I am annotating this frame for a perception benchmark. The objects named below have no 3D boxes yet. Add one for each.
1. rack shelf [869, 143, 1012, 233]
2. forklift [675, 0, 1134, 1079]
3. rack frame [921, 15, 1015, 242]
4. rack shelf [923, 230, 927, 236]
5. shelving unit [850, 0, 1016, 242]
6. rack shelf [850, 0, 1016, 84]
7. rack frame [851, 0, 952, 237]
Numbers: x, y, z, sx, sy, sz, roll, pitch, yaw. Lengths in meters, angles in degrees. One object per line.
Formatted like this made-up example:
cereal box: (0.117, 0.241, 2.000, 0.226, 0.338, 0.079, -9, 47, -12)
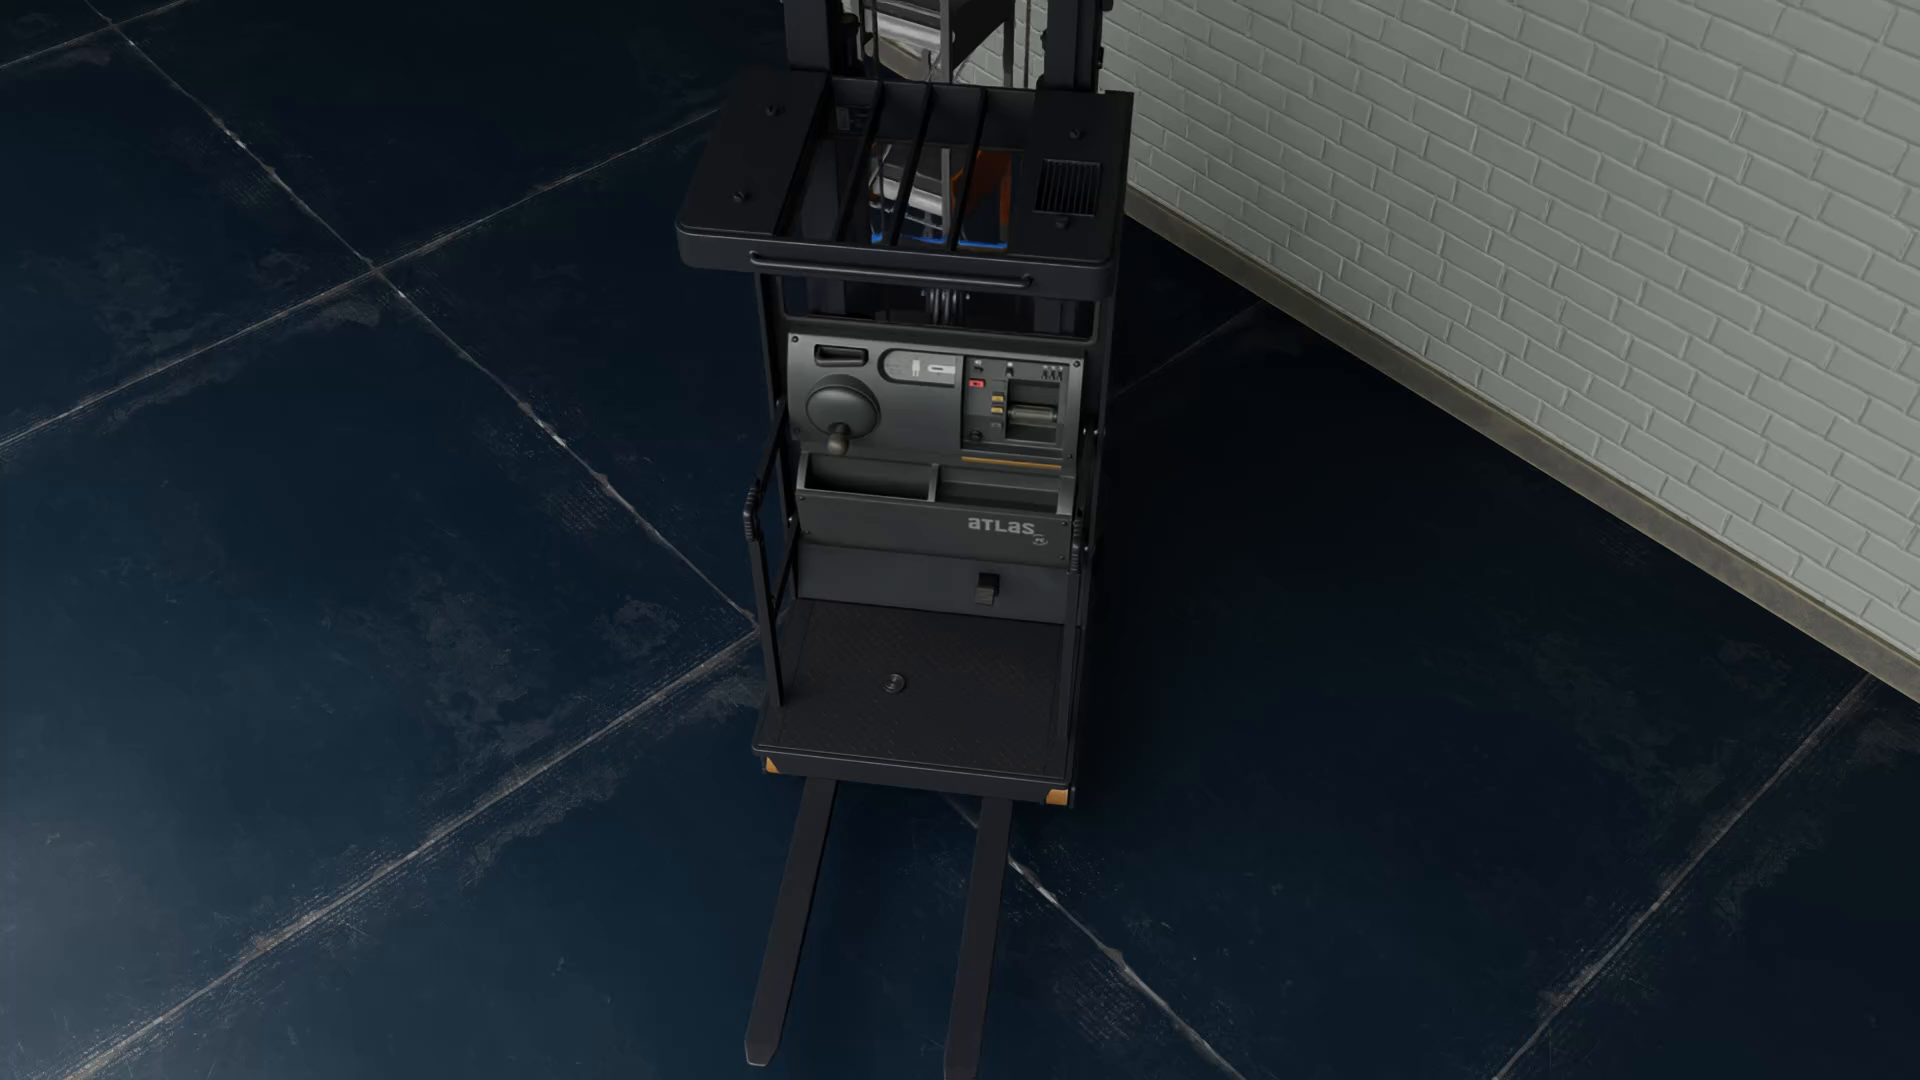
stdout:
rack shelf: (-0.092, -1.413, 6.644, 0.431, 0.518, 0.480, 22, 51, 19)
forklift: (-0.107, -0.339, 5.069, 1.130, 2.935, 3.031, 6, 48, 5)
rack frame: (0.026, -1.580, 6.779, 0.400, 2.100, 0.015, 22, 51, 19)
rack shelf: (-0.092, -0.939, 7.158, 0.431, 0.518, 0.480, 22, 51, 19)
shelving unit: (-0.092, -1.422, 6.634, 0.431, 2.100, 0.503, 22, 51, 19)
rack shelf: (-0.092, -1.888, 6.129, 0.431, 0.518, 0.480, 22, 51, 19)
rack frame: (-0.210, -1.265, 6.489, 0.400, 2.100, 0.015, 22, 51, 19)
